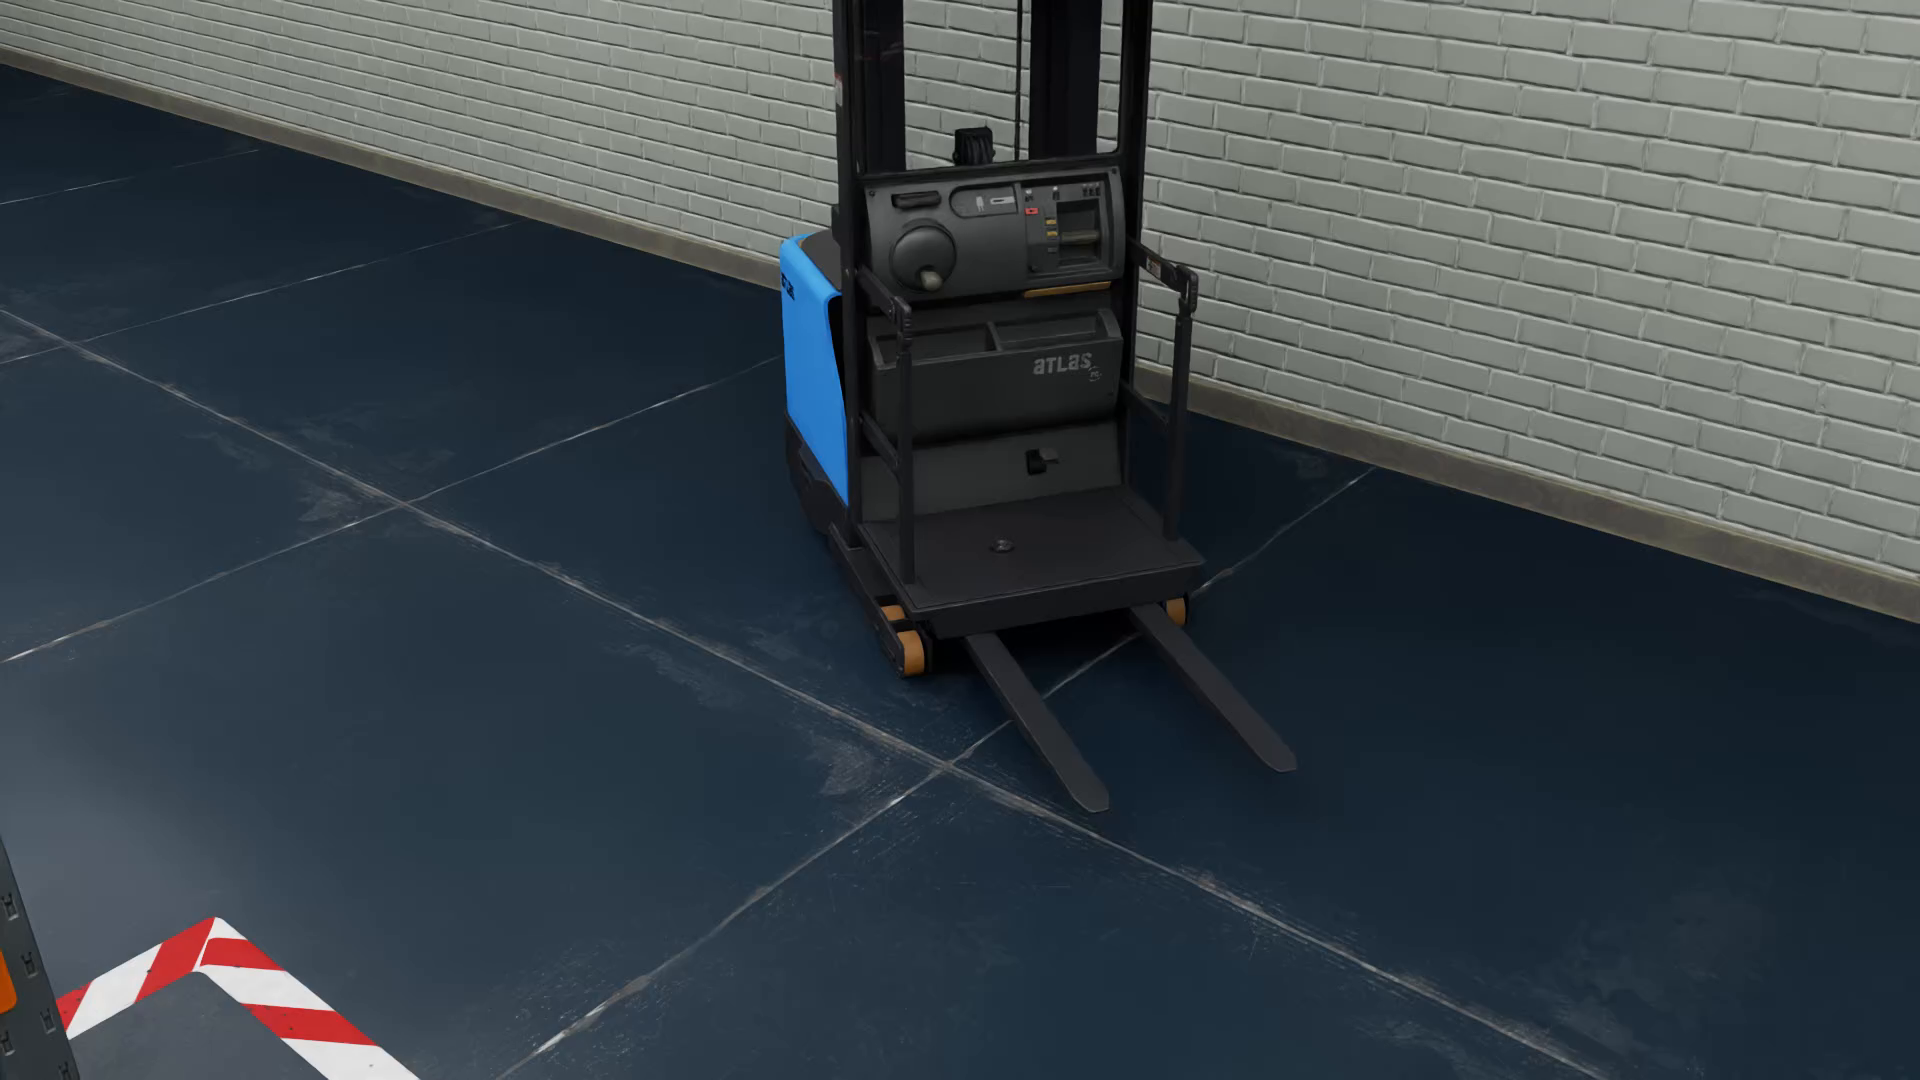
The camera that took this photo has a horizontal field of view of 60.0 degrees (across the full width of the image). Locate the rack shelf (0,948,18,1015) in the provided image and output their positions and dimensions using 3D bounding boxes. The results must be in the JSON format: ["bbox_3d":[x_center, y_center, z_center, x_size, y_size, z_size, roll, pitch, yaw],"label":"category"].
[{"bbox_3d":[-3.383,1.242,1.867,1.077,0.370,4.000,21,34,34],"label":"rack shelf"}]

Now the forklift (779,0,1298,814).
[{"bbox_3d":[0.201,-1.031,5.553,1.130,2.935,3.031,-9,29,-17],"label":"forklift"}]
